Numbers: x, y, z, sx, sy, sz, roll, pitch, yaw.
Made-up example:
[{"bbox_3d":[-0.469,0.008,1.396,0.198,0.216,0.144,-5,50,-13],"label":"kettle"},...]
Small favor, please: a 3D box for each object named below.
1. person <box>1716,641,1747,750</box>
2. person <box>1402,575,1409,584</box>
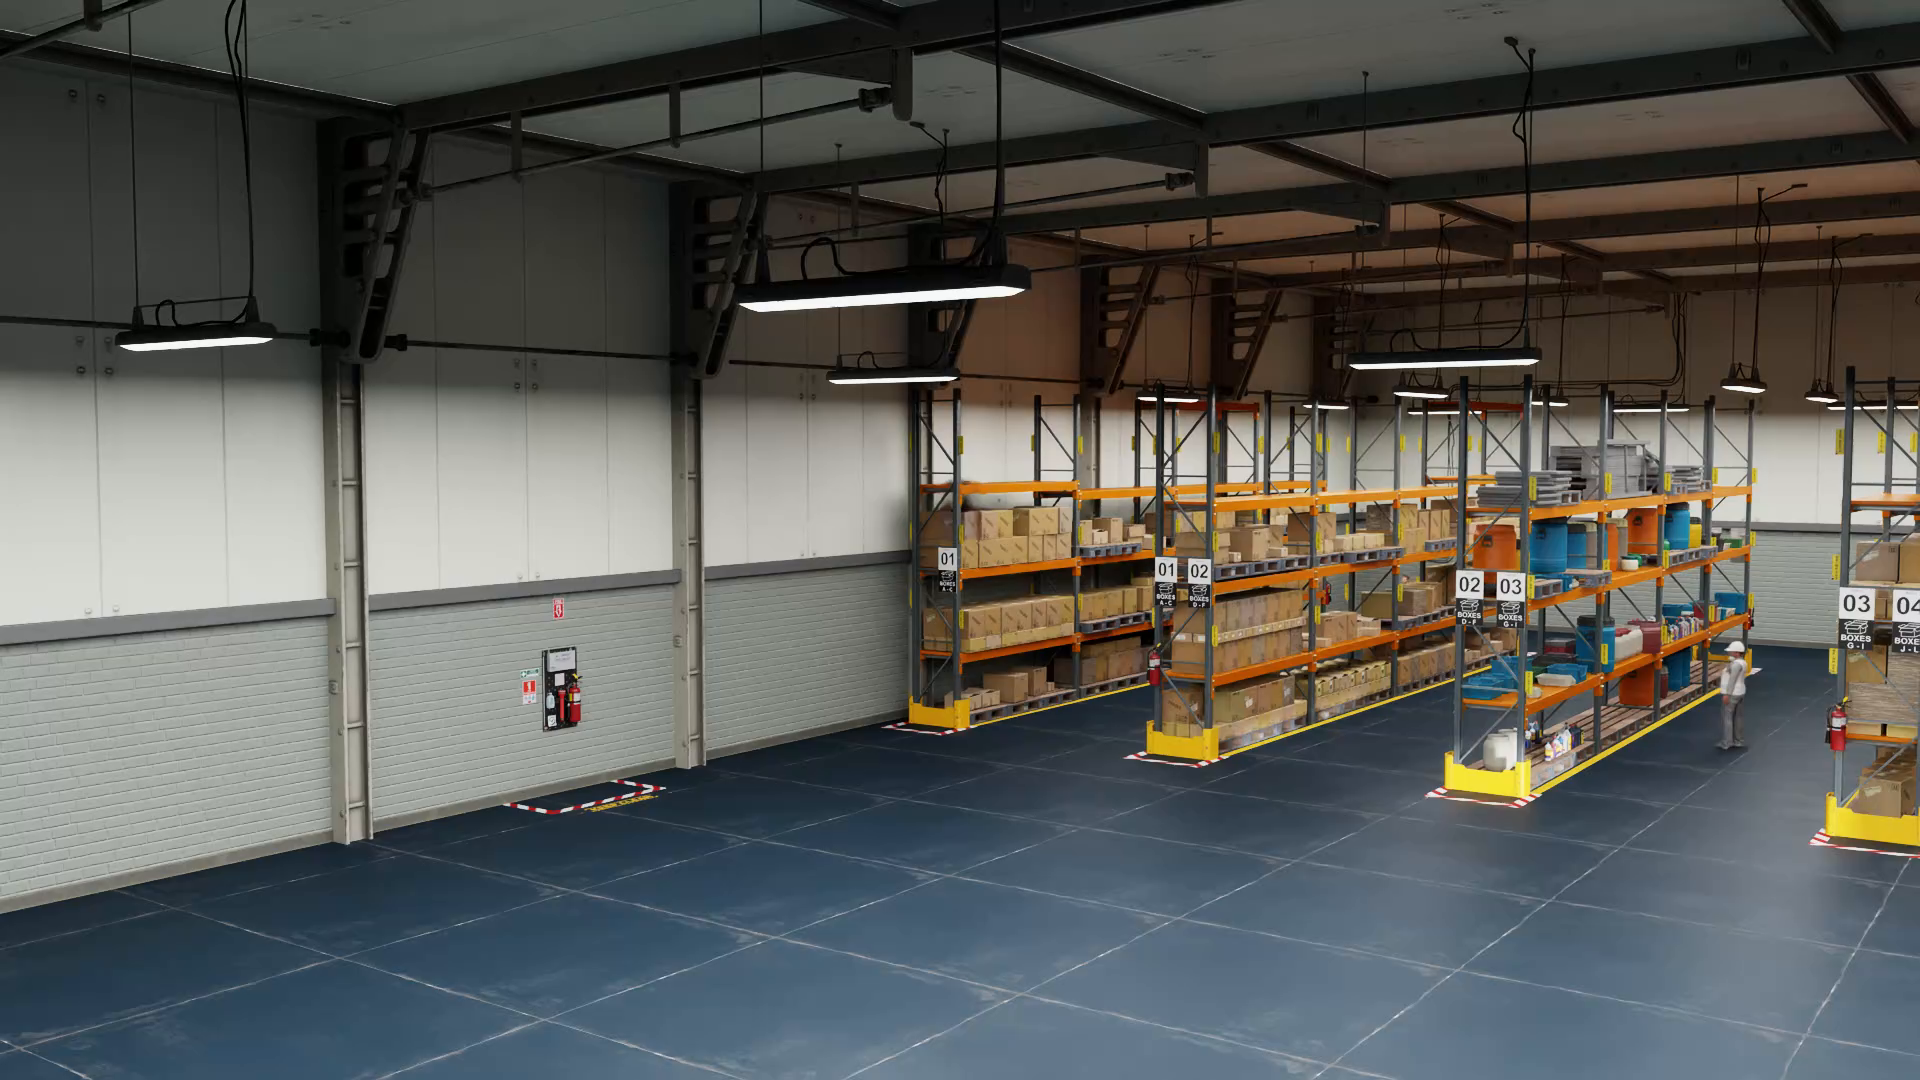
[{"bbox_3d":[12.746,2.555,27.476,0.428,1.775,0.560,3,4,44],"label":"person"},{"bbox_3d":[11.478,1.716,43.013,0.491,1.608,1.026,2,4,30],"label":"person"}]
